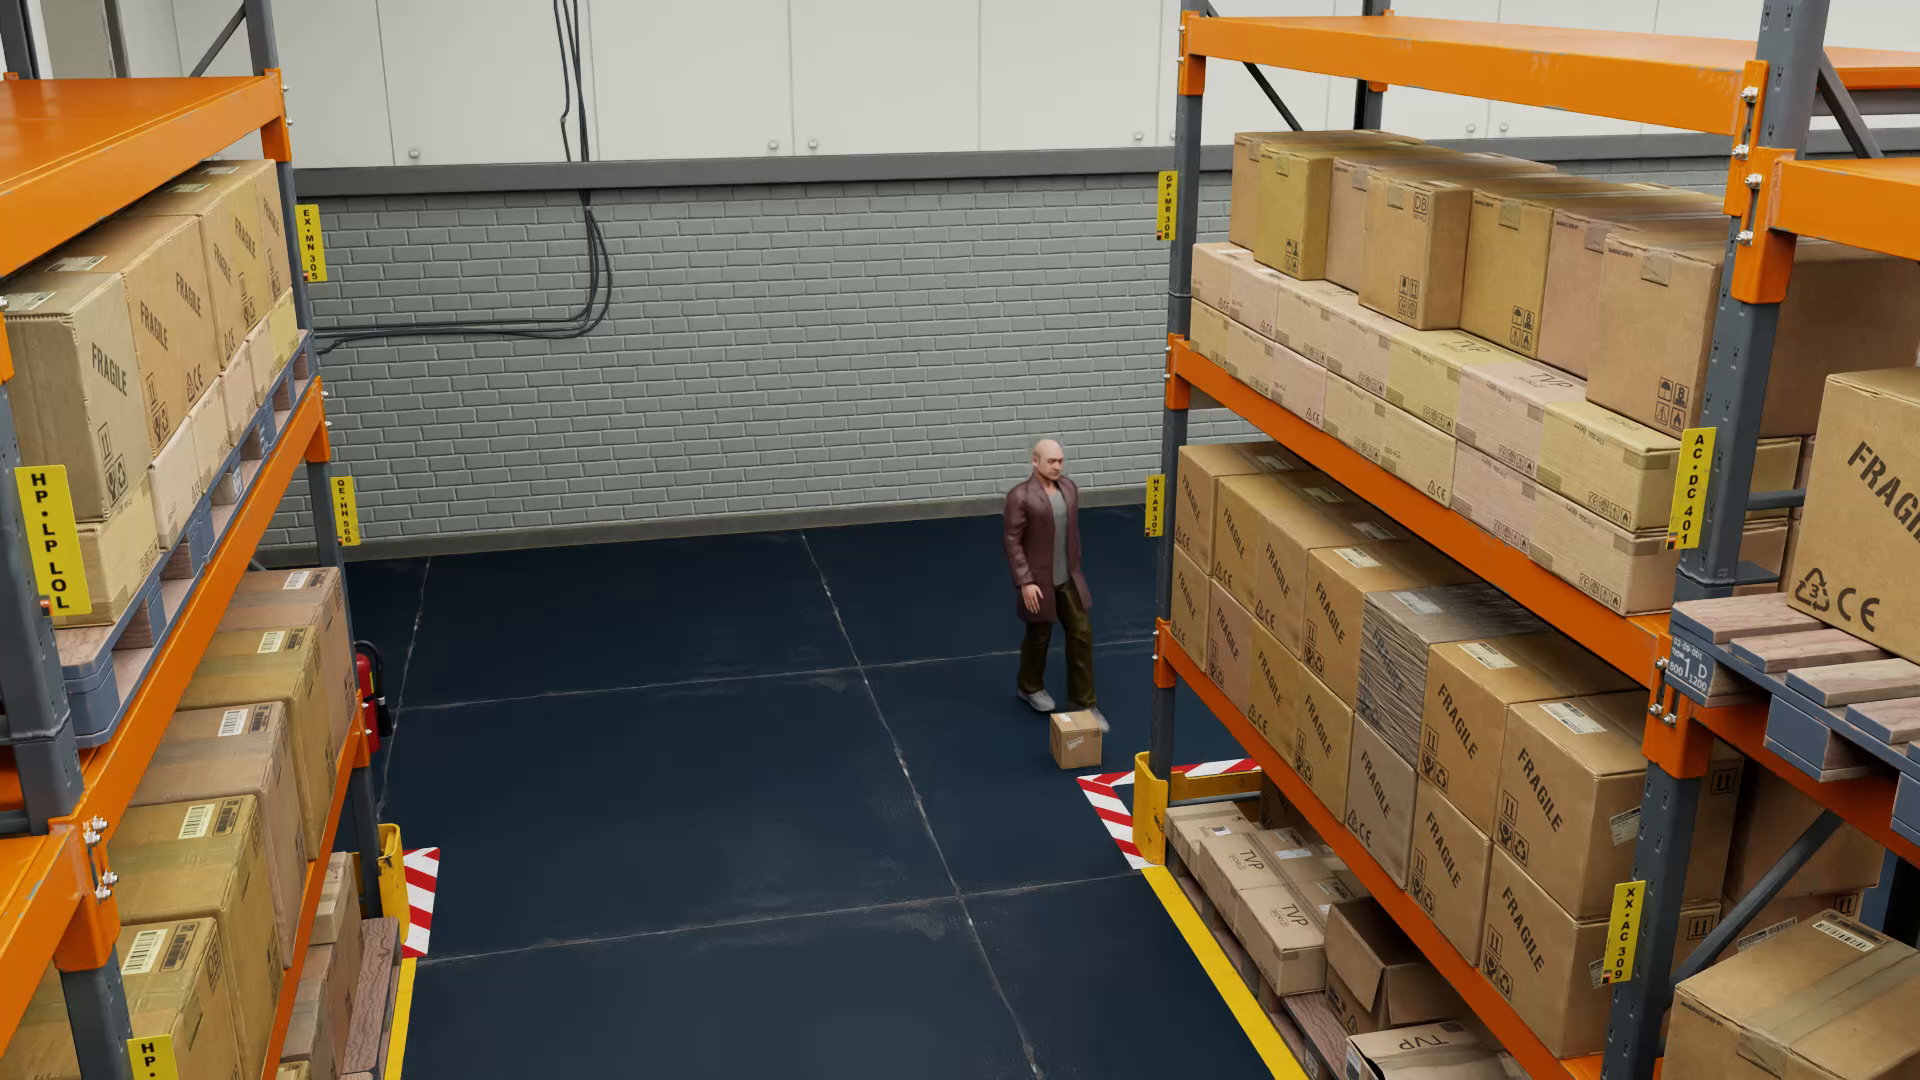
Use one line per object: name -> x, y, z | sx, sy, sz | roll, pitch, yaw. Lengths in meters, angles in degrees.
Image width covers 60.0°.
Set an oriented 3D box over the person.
person -> 0.602, 0.288, 10.279 | 0.652, 1.794, 0.743 | -10, 22, -27
